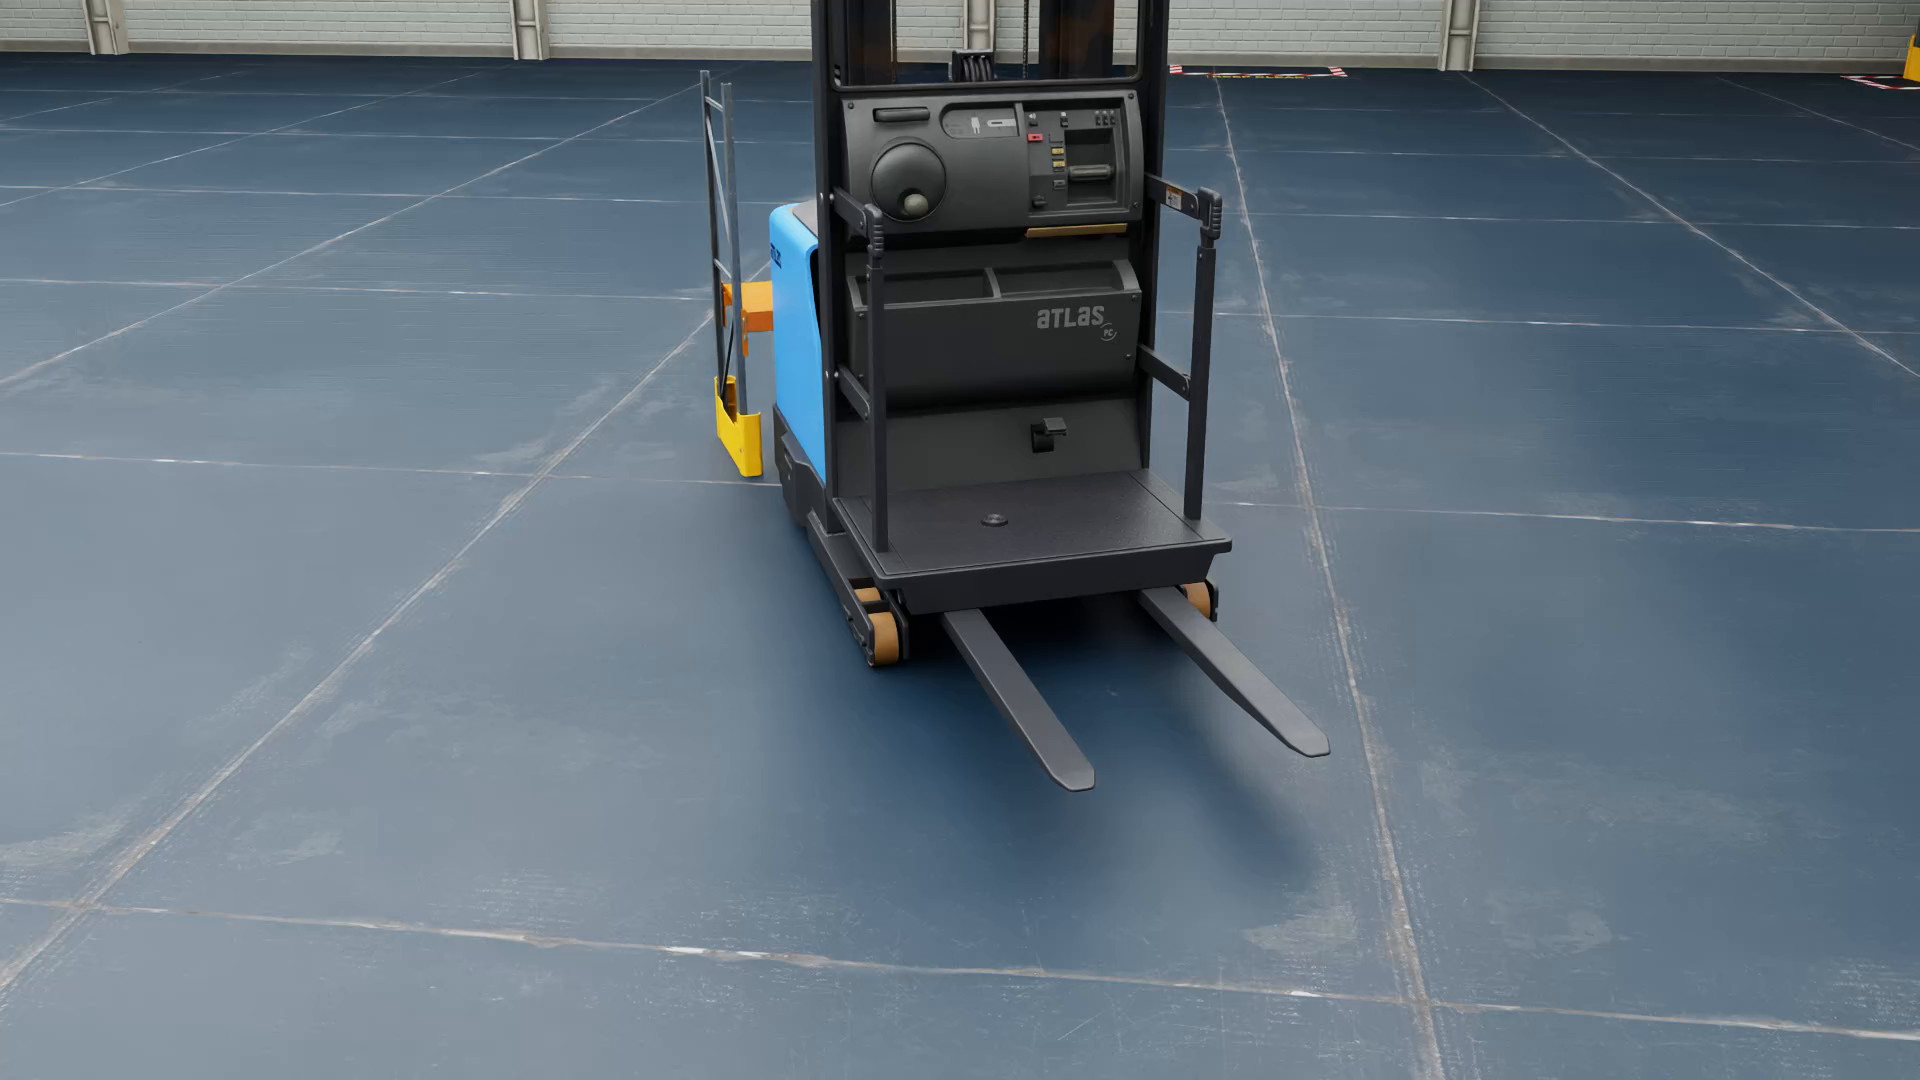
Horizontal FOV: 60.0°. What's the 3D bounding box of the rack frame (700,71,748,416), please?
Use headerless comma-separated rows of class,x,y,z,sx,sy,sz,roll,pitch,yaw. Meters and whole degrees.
rack frame,-0.925,-1.051,6.556,0.032,1.500,0.500,-7,22,-17

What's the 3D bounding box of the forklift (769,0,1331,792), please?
forklift,0.168,-1.143,4.844,1.130,2.935,3.031,-6,22,-15

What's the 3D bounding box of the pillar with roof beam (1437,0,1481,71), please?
pillar with roof beam,5.705,-8.518,15.245,0.400,9.000,9.100,2,22,6

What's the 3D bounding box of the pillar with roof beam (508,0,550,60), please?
pillar with roof beam,-6.211,-9.037,16.559,0.400,9.000,9.100,2,22,6

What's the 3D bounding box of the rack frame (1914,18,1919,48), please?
rack frame,11.373,-6.755,18.945,0.127,3.000,1.000,2,22,6

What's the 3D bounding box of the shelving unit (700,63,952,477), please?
shelving unit,-0.432,-1.109,6.704,1.083,1.500,0.587,-7,22,-17

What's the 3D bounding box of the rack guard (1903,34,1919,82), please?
rack guard,11.449,-5.589,19.396,0.348,0.500,1.175,2,22,6

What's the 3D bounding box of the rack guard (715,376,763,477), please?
rack guard,-0.906,-0.471,6.791,0.087,0.250,0.587,-7,22,-17

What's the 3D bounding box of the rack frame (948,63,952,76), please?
rack frame,0.043,-1.166,6.847,0.032,1.500,0.500,-7,22,-17

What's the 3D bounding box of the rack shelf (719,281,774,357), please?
rack shelf,-0.441,-0.941,6.768,1.000,0.185,0.538,-7,22,-17

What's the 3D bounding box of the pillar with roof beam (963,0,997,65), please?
pillar with roof beam,-0.253,-8.777,15.902,0.400,9.000,9.100,2,22,6

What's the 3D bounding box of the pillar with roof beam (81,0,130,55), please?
pillar with roof beam,-12.170,-9.297,17.215,0.400,9.000,9.100,2,22,6
